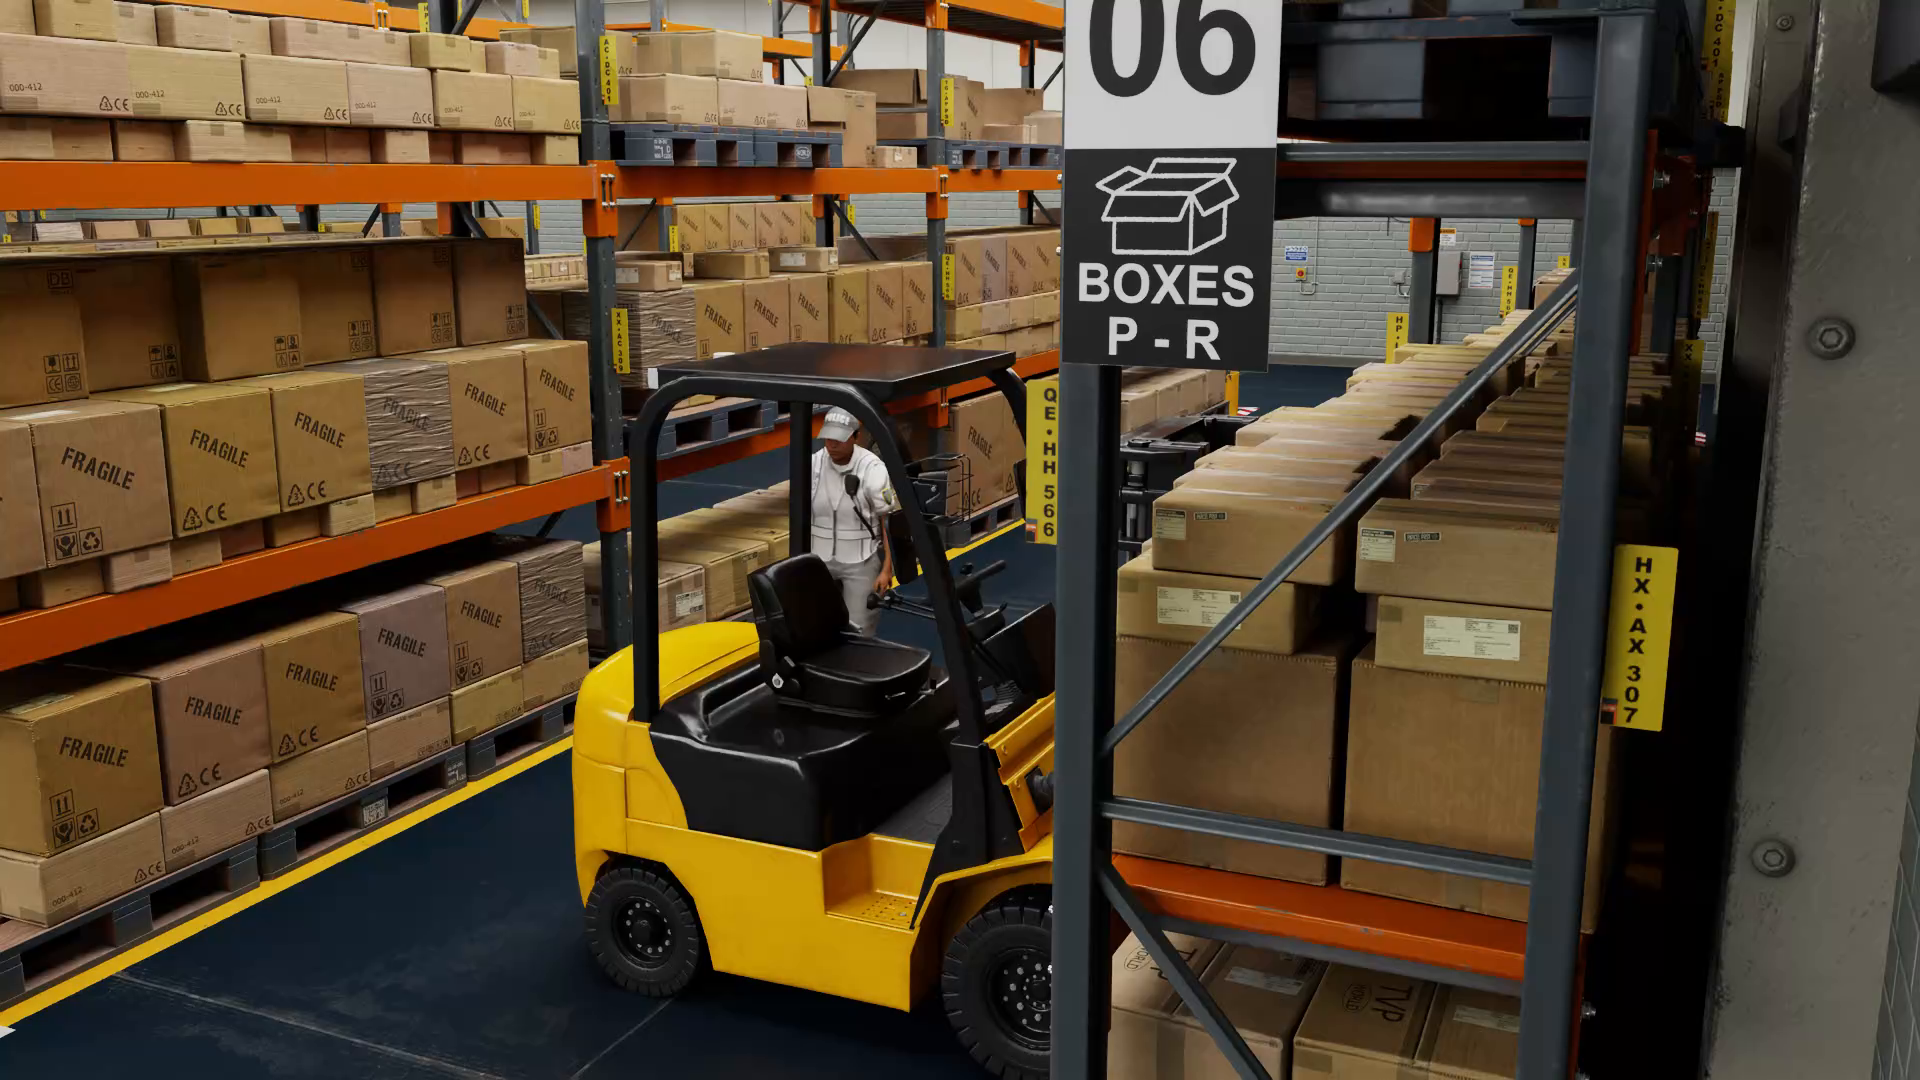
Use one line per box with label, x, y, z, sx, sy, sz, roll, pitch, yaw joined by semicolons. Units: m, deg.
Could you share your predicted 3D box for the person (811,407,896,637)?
person;-0.594;0.146;8.311;0.561;1.665;0.470;5;13;20
